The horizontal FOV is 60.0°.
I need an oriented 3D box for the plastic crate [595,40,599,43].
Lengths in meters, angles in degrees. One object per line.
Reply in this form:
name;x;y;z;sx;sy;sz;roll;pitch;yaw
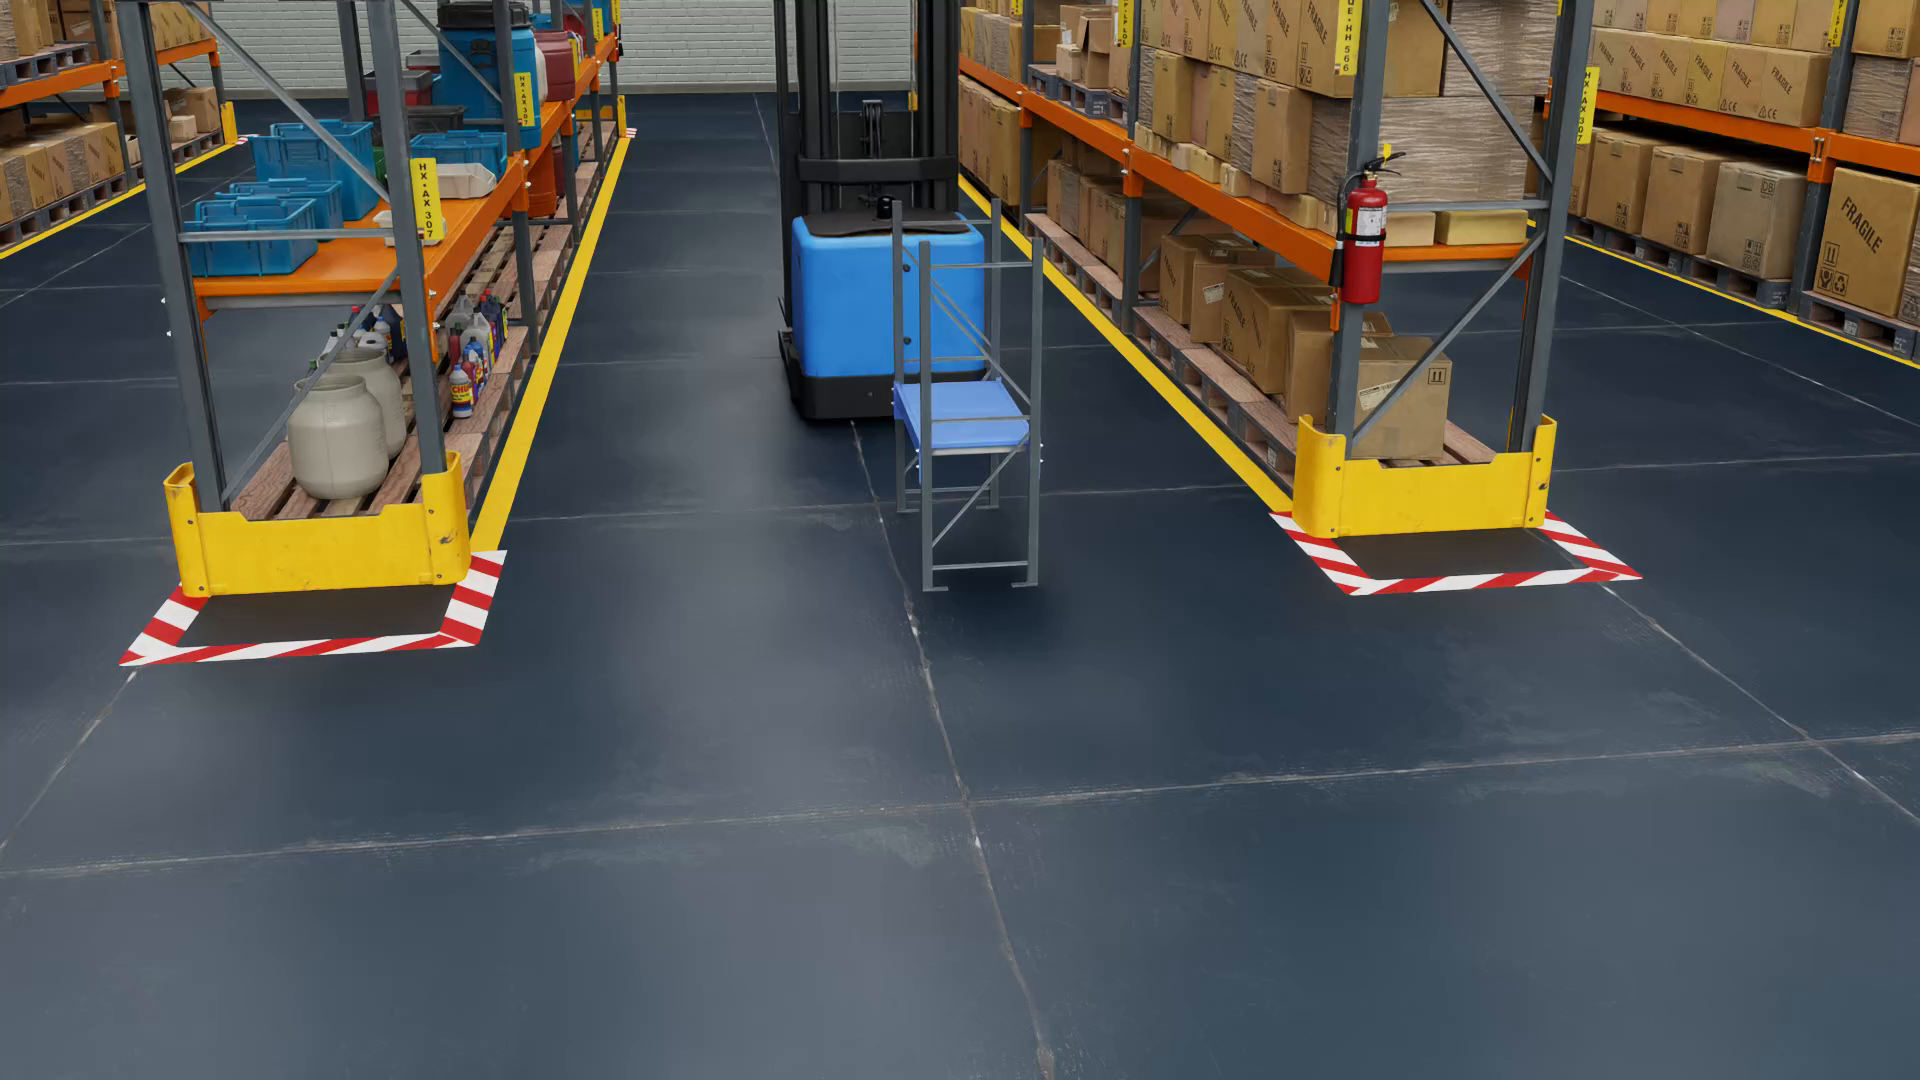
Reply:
plastic crate;-4.457;-6.014;19.685;0.416;0.233;0.300;-3;21;-8

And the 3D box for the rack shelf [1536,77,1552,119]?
rack shelf;5.682;-4.813;17.344;1.077;0.370;4.000;-3;21;-8

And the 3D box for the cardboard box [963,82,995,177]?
cardboard box;0.712;-4.299;17.376;1.225;0.875;0.875;-4;21;-10

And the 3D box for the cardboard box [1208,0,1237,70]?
cardboard box;1.665;-2.825;8.995;0.500;0.500;0.500;-3;21;-8

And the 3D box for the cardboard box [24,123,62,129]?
cardboard box;-9.504;-3.984;17.041;0.500;0.500;0.500;-4;21;-10

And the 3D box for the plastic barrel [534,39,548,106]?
plastic barrel;-3.494;-3.700;13.175;0.421;0.512;0.421;0;20;0

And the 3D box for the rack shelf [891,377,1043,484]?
rack shelf;0.012;-0.505;7.438;0.538;0.185;1.000;-3;21;-8

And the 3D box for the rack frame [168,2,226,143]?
rack frame;-9.909;-6.514;20.870;1.000;3.000;0.127;-3;21;-8

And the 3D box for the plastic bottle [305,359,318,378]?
plastic bottle;-3.434;-0.810;8.851;0.061;0.283;0.133;-2;21;-6

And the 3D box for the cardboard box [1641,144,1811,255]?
cardboard box;6.233;-2.760;13.434;1.050;0.750;0.750;-3;21;-8

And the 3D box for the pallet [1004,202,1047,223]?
pallet;1.008;-3.213;16.017;1.003;0.211;1.213;-3;21;-8

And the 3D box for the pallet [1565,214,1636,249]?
pallet;6.009;-2.875;15.111;1.003;0.211;1.213;-3;21;-8

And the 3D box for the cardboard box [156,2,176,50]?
cardboard box;-9.358;-5.893;19.063;0.500;0.500;0.500;-3;21;-9

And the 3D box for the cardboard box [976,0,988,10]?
cardboard box;0.571;-5.924;17.712;0.797;0.503;0.637;-3;21;-9

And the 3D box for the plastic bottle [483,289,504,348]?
plastic bottle;-2.899;-1.365;10.240;0.144;0.351;0.185;-3;21;-9

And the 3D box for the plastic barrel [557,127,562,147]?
plastic barrel;-4.267;-4.157;16.958;0.600;0.901;0.708;-3;21;-8

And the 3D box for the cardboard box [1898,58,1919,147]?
cardboard box;6.713;-2.827;10.783;0.875;0.550;0.550;-3;21;-8

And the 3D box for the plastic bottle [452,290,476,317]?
plastic bottle;-3.042;-1.357;10.220;0.144;0.351;0.185;-3;21;-8

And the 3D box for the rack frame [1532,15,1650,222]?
rack frame;5.970;-4.458;15.364;1.000;3.000;0.127;-3;21;-8

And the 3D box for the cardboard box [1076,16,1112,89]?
cardboard box;1.283;-3.698;12.583;0.797;0.503;0.637;-1;20;-2

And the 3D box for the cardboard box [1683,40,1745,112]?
cardboard box;6.061;-3.637;13.023;0.500;0.500;0.500;-3;21;-7

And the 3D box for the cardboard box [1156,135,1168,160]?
cardboard box;1.444;-2.478;10.423;0.380;0.149;0.250;-3;21;-8

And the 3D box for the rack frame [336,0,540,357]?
rack frame;-3.277;-2.608;10.411;1.000;3.000;0.127;-3;21;-8

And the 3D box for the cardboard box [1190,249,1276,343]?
cardboard box;1.732;-1.545;10.538;0.500;0.500;0.500;4;21;9

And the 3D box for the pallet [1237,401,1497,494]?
pallet;2.107;-0.476;8.688;1.003;0.211;1.213;-3;21;-8

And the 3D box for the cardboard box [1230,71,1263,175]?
cardboard box;1.928;-2.193;8.733;0.875;0.500;0.500;-3;21;-8

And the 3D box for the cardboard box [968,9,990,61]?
cardboard box;0.363;-5.328;17.553;0.500;0.500;0.500;-3;21;-8

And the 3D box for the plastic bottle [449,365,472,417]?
plastic bottle;-2.654;-0.794;8.826;0.097;0.271;0.097;0;20;0

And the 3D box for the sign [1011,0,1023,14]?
sign;0.499;-4.756;14.508;0.100;0.325;0.005;-3;21;-8

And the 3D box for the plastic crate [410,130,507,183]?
plastic crate;-2.849;-2.169;9.448;0.499;0.251;0.616;-3;21;-8

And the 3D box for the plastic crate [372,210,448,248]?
plastic crate;-2.511;-1.425;7.622;0.298;0.136;0.250;-3;21;-8

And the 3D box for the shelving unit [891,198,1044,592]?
shelving unit;0.012;-0.673;7.375;0.538;1.500;1.048;-3;21;-8

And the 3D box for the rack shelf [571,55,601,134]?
rack shelf;-4.142;-4.348;16.099;1.077;0.370;4.000;-3;21;-8

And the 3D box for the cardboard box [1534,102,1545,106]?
cardboard box;6.037;-4.261;16.739;0.500;0.250;0.500;-3;21;-8

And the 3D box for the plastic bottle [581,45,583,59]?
plastic bottle;-4.010;-5.126;17.437;0.097;0.201;0.097;0;20;0

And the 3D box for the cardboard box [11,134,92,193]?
cardboard box;-8.843;-3.663;16.179;0.500;0.500;0.500;-3;21;-7

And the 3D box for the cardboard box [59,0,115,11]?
cardboard box;-9.122;-5.822;17.444;0.500;0.500;0.500;-2;21;-6

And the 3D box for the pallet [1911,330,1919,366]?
pallet;6.758;-1.076;10.295;1.003;0.211;1.213;-3;21;-8

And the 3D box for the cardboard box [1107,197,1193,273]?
cardboard box;1.507;-2.272;12.457;0.700;0.500;0.500;-3;21;-8

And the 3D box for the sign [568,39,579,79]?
sign;-3.311;-4.099;14.172;0.100;0.325;0.005;-3;21;-8

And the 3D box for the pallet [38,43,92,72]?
pallet;-9.325;-4.757;16.440;1.003;0.211;1.213;-3;21;-8

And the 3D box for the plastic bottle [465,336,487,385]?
plastic bottle;-2.747;-1.018;9.425;0.097;0.271;0.097;0;20;0

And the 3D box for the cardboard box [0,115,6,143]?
cardboard box;-9.287;-3.816;15.518;0.500;0.250;0.500;-3;21;-9

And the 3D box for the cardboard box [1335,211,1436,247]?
cardboard box;1.955;-1.443;7.652;0.380;0.149;0.250;-3;21;-8

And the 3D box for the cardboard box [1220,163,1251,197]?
cardboard box;1.635;-1.957;9.029;0.380;0.149;0.250;-3;21;-8

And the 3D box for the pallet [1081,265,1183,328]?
pallet;1.510;-1.821;12.290;1.003;0.211;1.213;-3;21;-8

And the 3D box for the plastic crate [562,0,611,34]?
plastic crate;-4.774;-6.701;21.233;0.616;0.435;0.499;-3;21;-8

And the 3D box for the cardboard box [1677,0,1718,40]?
cardboard box;6.249;-4.288;13.337;0.700;0.500;0.500;-3;21;-8

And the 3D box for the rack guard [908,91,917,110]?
rack guard;-0.109;-5.850;22.664;1.175;0.500;0.348;-3;21;-8

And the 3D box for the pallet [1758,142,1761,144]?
pallet;10.245;-5.088;21.038;1.003;0.211;1.213;-3;21;-8

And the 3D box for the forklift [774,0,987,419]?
forklift;-0.593;-2.530;10.301;1.130;2.935;3.031;-3;21;-9

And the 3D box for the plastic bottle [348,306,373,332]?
plastic bottle;-3.544;-1.207;9.818;0.144;0.351;0.185;-4;21;-10
